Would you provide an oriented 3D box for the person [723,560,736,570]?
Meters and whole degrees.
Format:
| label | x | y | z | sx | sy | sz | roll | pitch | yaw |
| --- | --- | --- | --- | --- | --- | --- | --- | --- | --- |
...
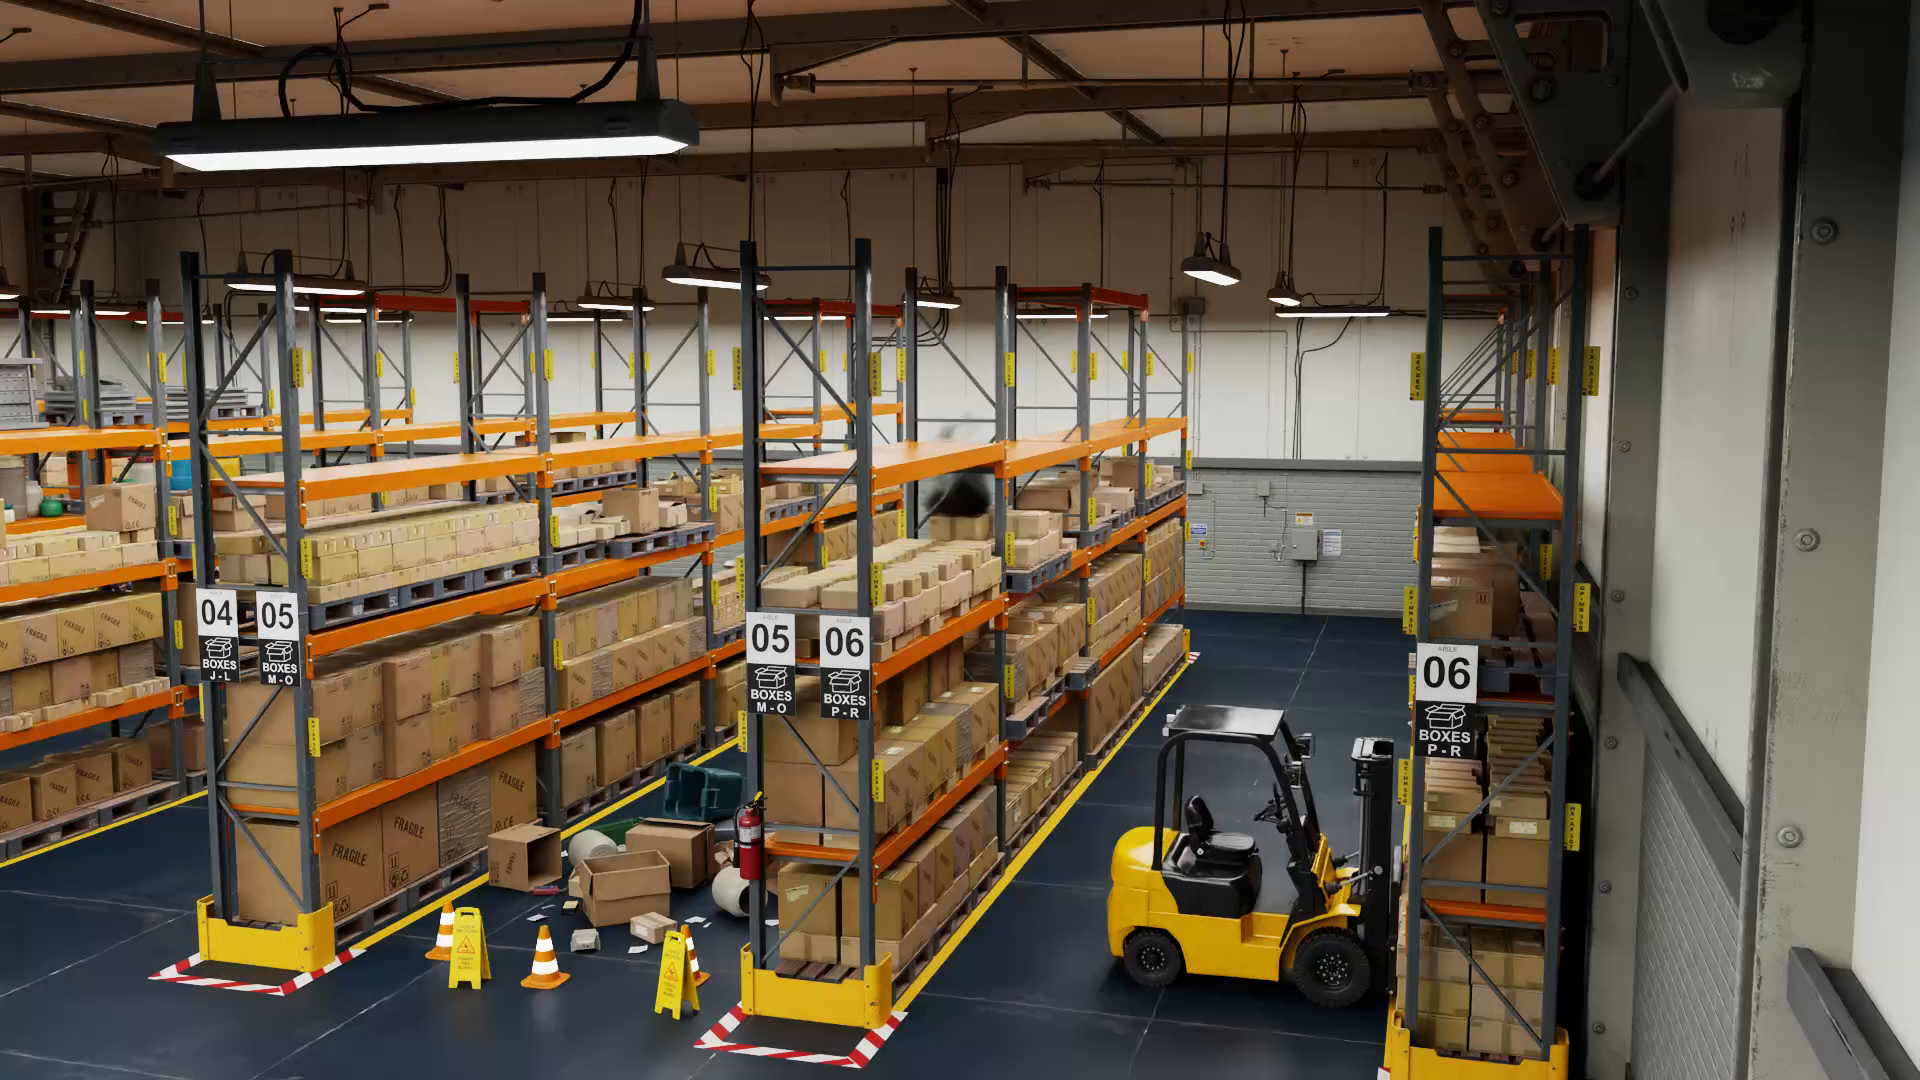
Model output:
| label | x | y | z | sx | sy | sz | roll | pitch | yaw |
| --- | --- | --- | --- | --- | --- | --- | --- | --- | --- |
| person | -3.783 | 1.201 | 27.708 | 0.722 | 1.733 | 0.706 | 2 | 7 | 20 |
